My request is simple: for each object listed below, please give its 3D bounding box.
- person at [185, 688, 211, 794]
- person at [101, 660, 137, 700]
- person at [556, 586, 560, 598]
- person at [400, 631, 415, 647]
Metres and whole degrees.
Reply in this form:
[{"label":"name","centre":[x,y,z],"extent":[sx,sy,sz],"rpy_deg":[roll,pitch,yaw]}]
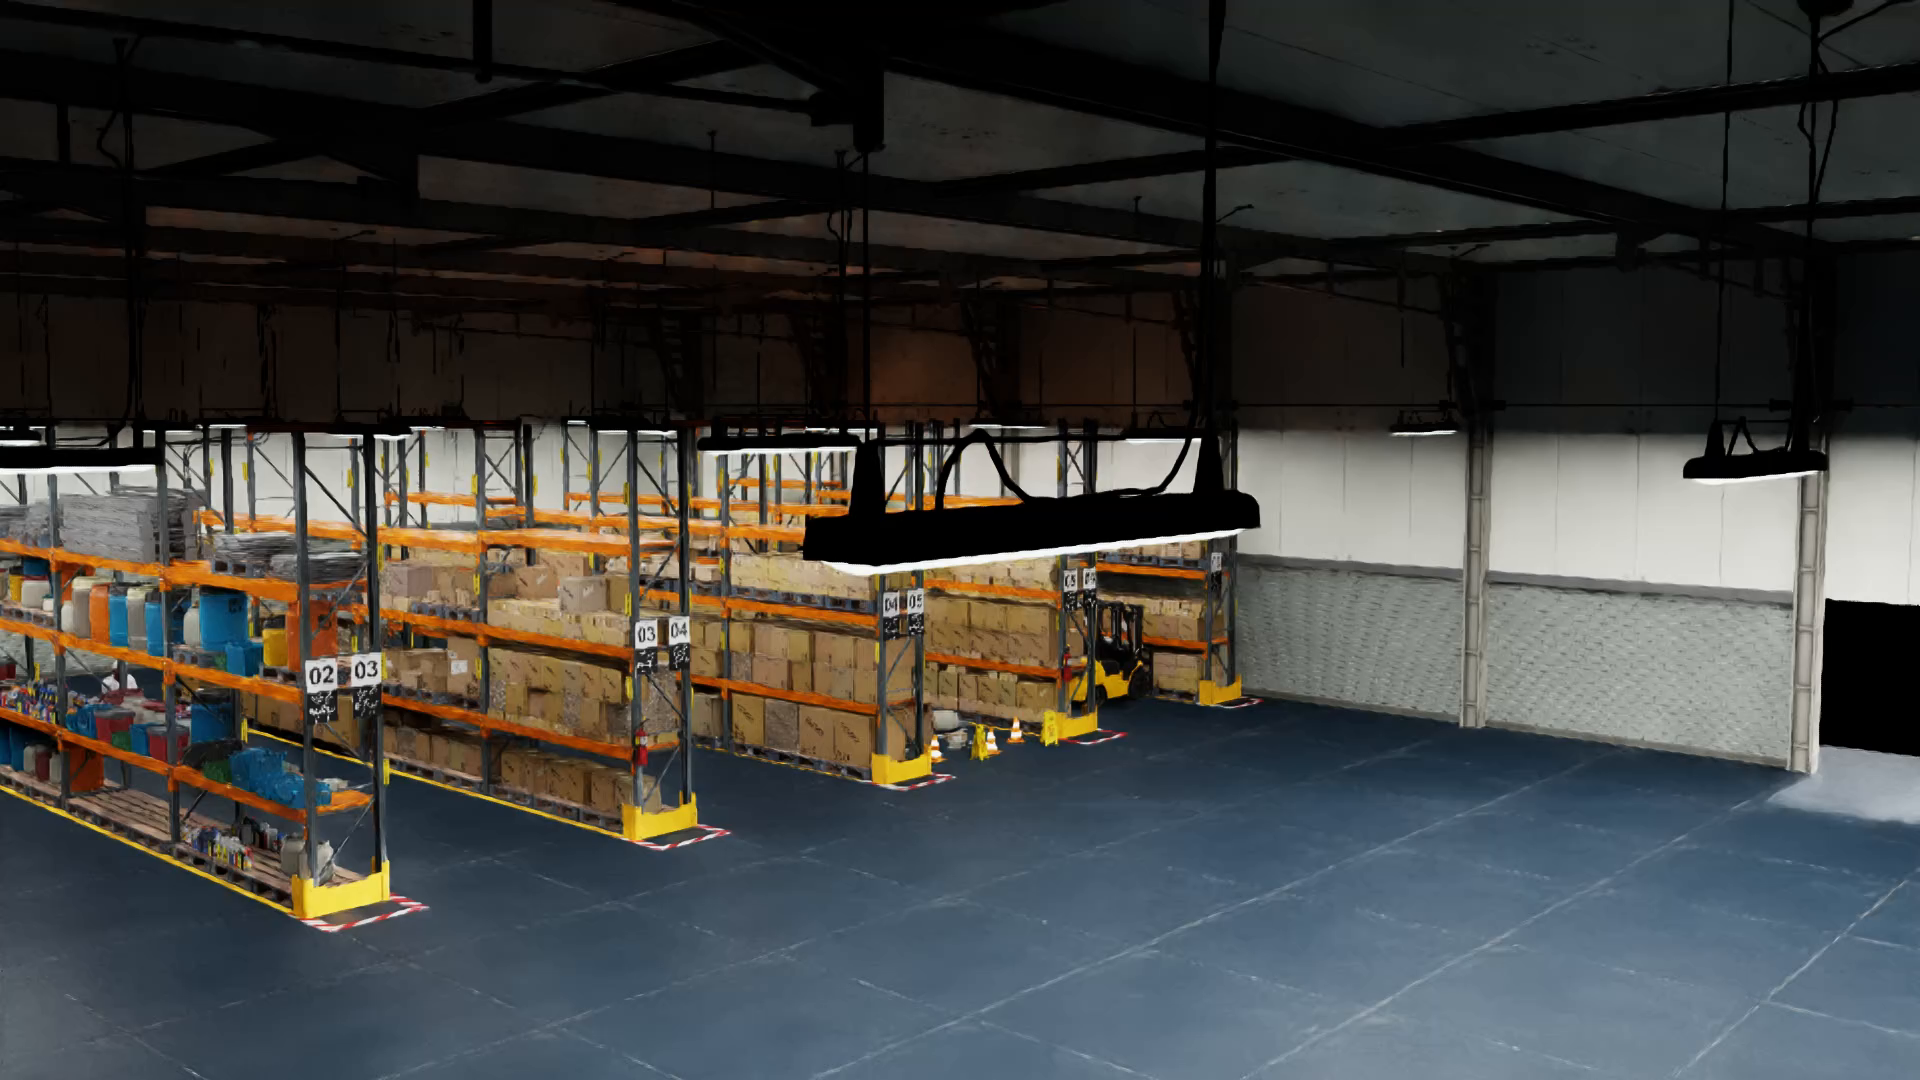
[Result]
[{"label":"person","centre":[-12.385,3.252,27.169],"extent":[1.119,1.700,0.543],"rpy_deg":[4,6,40]},{"label":"person","centre":[-15.176,3.019,30.079],"extent":[1.042,1.716,0.584],"rpy_deg":[4,6,41]},{"label":"person","centre":[-10.983,1.642,46.384],"extent":[0.640,1.773,0.489],"rpy_deg":[0,5,5]},{"label":"person","centre":[-13.990,2.114,41.996],"extent":[0.461,1.592,0.492],"rpy_deg":[-1,5,-9]}]
